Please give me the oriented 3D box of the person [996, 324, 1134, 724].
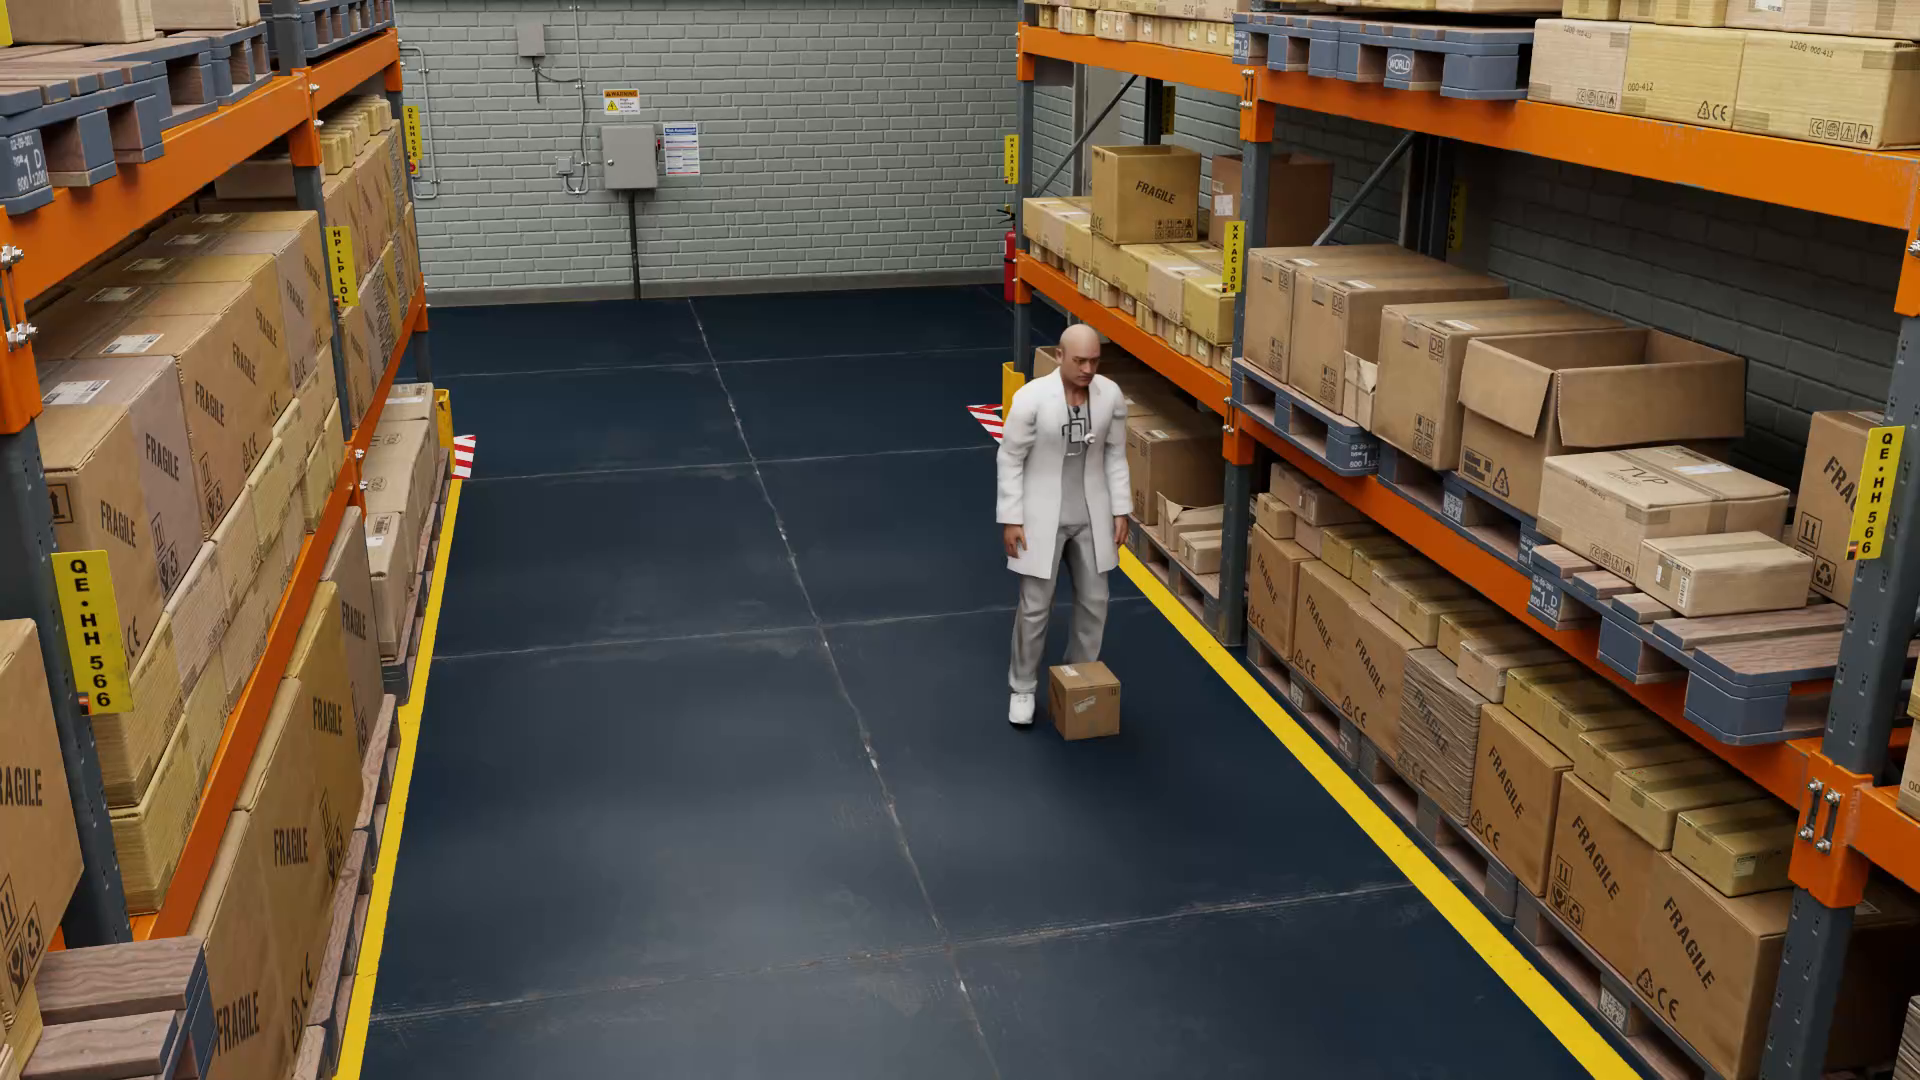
[{"bbox_3d":[0.469,-0.083,7.332,0.642,1.772,0.432,-6,20,-16],"label":"person"}]
